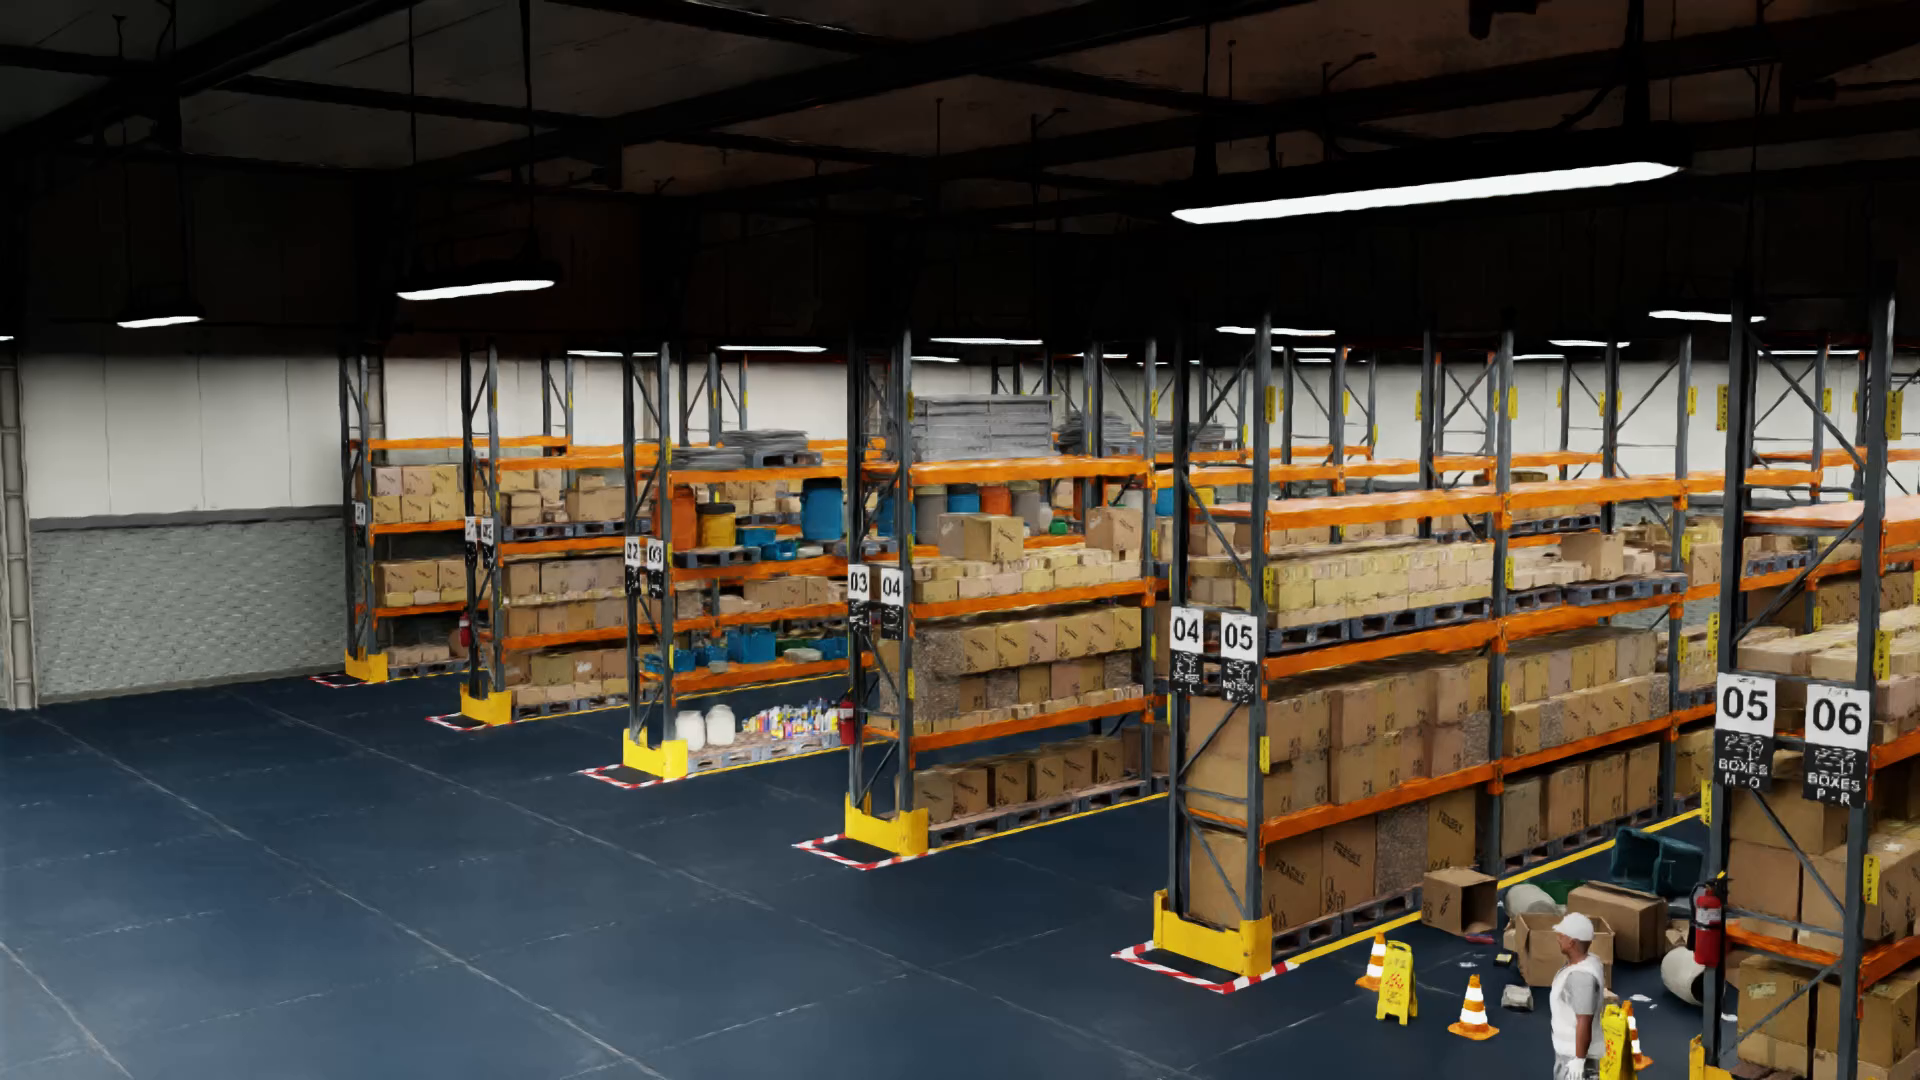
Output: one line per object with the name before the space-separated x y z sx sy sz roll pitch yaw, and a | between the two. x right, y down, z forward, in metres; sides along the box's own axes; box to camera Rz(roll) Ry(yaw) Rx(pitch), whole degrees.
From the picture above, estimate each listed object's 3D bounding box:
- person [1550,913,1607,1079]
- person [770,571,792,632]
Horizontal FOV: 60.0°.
person | 4.091 3.320 10.831 0.548 1.779 0.655 2 5 19
person | -3.630 1.192 34.229 0.522 1.790 0.652 3 6 29
